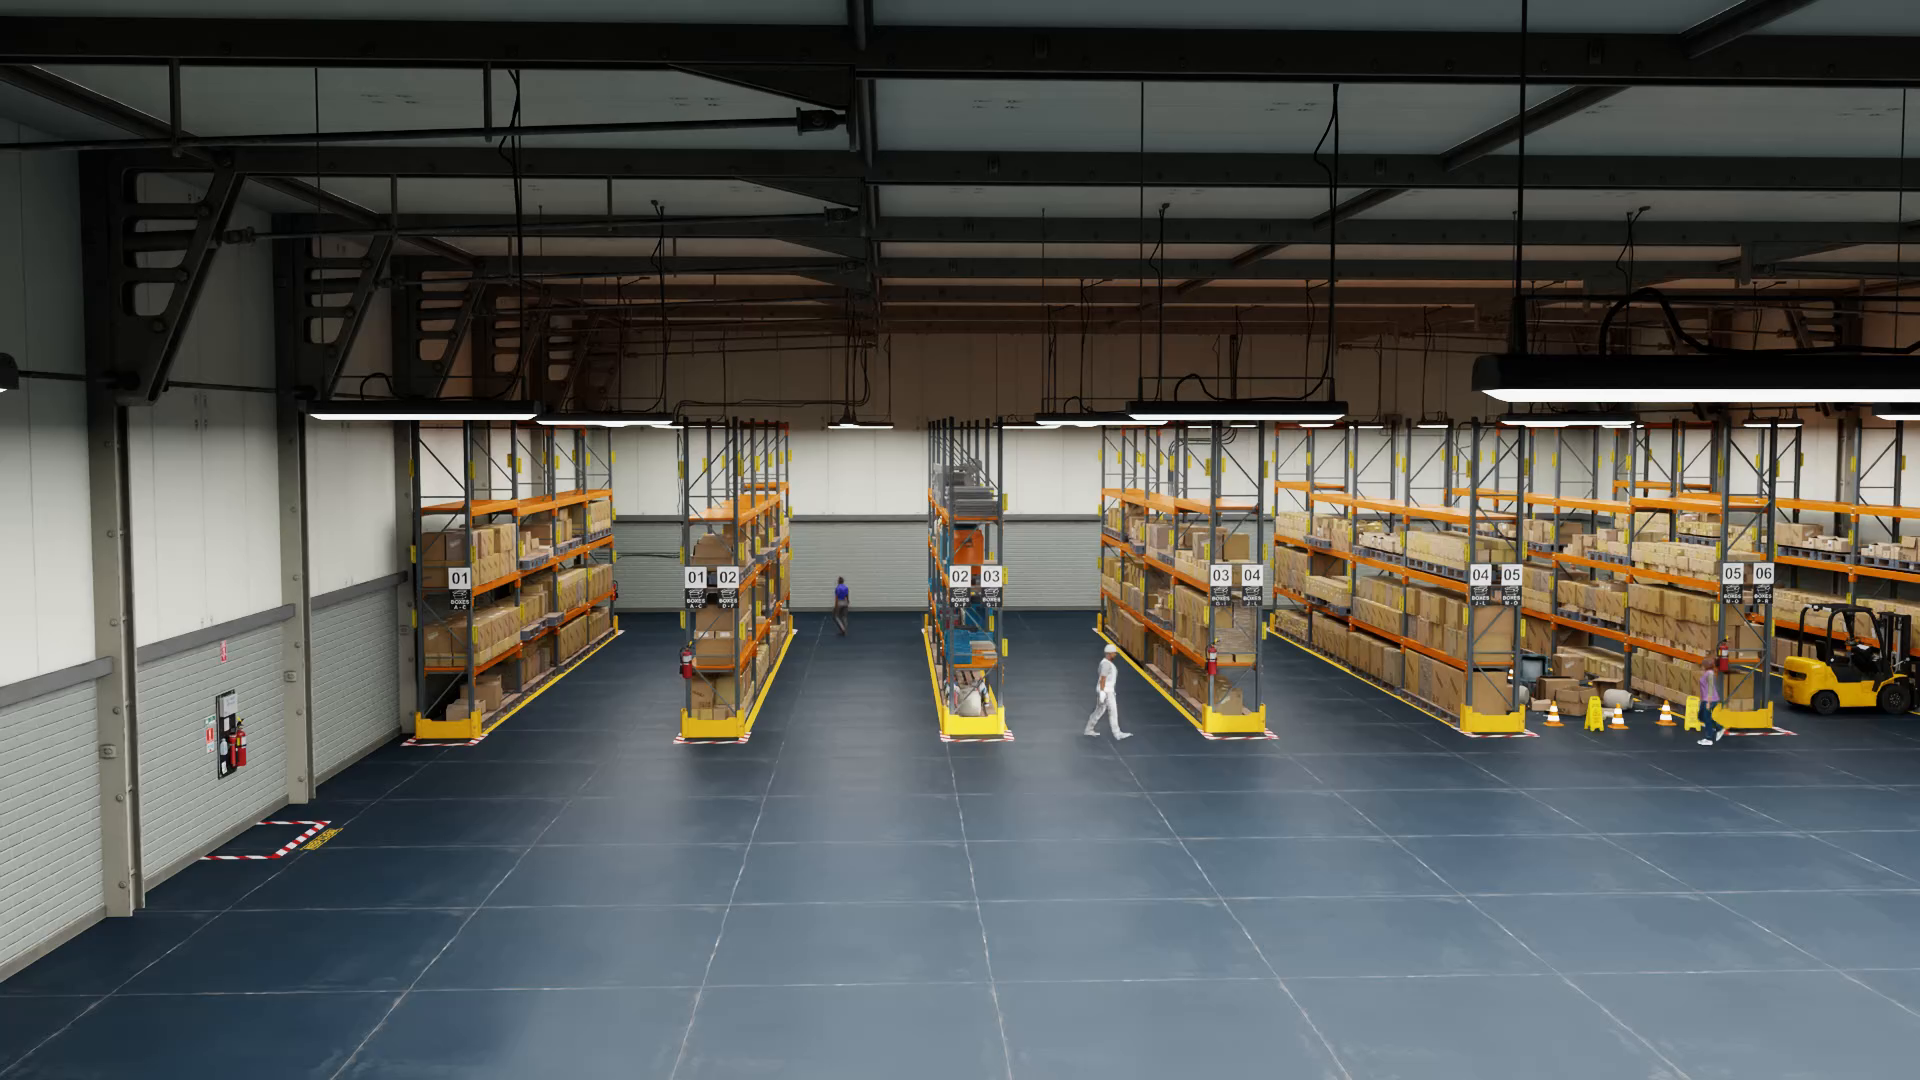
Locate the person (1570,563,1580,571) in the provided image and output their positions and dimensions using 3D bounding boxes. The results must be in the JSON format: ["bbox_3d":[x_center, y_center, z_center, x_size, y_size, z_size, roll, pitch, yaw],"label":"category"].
[{"bbox_3d":[18.931,1.492,51.392,0.602,1.732,1.133,2,4,26],"label":"person"}]

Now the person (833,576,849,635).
[{"bbox_3d":[-3.290,1.852,46.620,0.478,1.660,0.448,-3,5,-43],"label":"person"}]

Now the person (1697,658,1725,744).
[{"bbox_3d":[13.719,2.940,30.313,0.516,1.574,0.419,1,4,10],"label":"person"}]

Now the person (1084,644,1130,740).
[{"bbox_3d":[2.758,2.835,31.094,0.861,1.757,0.612,0,4,5],"label":"person"}]
